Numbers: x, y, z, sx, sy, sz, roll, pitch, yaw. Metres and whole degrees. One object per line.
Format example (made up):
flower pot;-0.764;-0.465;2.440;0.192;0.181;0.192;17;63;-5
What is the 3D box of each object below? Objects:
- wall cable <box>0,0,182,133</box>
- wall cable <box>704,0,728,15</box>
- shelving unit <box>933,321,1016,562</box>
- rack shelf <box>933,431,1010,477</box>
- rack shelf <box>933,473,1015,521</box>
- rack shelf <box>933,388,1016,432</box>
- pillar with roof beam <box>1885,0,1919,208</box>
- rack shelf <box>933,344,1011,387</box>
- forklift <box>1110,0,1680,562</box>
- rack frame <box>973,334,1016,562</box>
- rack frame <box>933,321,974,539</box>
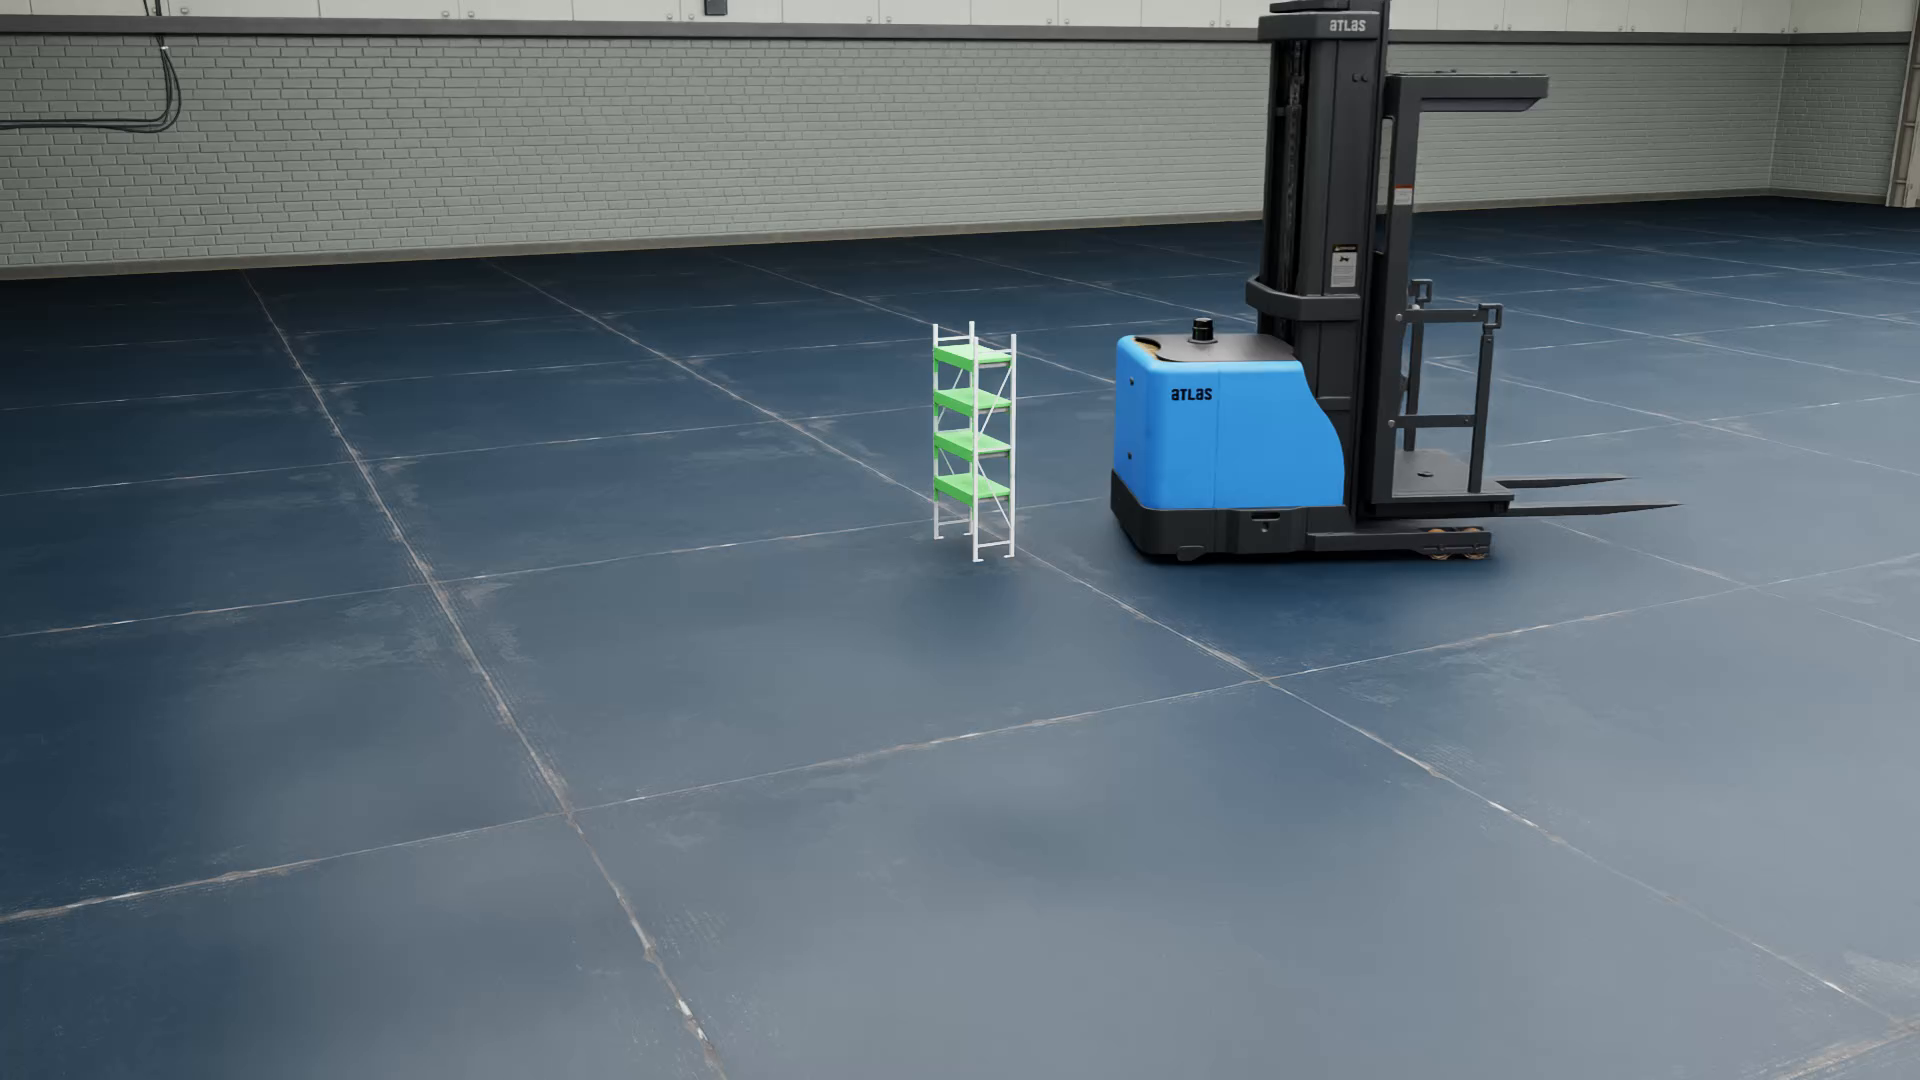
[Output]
wall cable;-11.043;-6.078;19.745;3.097;2.526;0.112;-8;18;-25
wall cable;-2.502;-10.348;22.832;2.305;6.003;0.169;-8;18;-25
shelving unit;0.073;-0.536;8.942;0.258;1.200;0.503;-8;18;-25
rack shelf;0.073;-0.474;8.960;0.258;0.148;0.480;-8;18;-25
rack shelf;0.073;-0.244;9.026;0.258;0.148;0.480;-8;18;-25
rack shelf;0.073;-0.705;8.894;0.258;0.148;0.480;-8;18;-25
pillar with roof beam;13.506;-9.966;27.666;9.100;9.000;0.400;-8;18;-25
rack shelf;0.073;-0.936;8.827;0.258;0.148;0.480;-8;18;-25
forklift;2.419;-1.444;8.970;3.031;2.935;1.130;-1;16;-5
rack frame;0.179;-0.475;8.731;0.240;1.200;0.015;-8;18;-25
rack frame;-0.034;-0.596;9.153;0.240;1.200;0.015;-8;18;-25
